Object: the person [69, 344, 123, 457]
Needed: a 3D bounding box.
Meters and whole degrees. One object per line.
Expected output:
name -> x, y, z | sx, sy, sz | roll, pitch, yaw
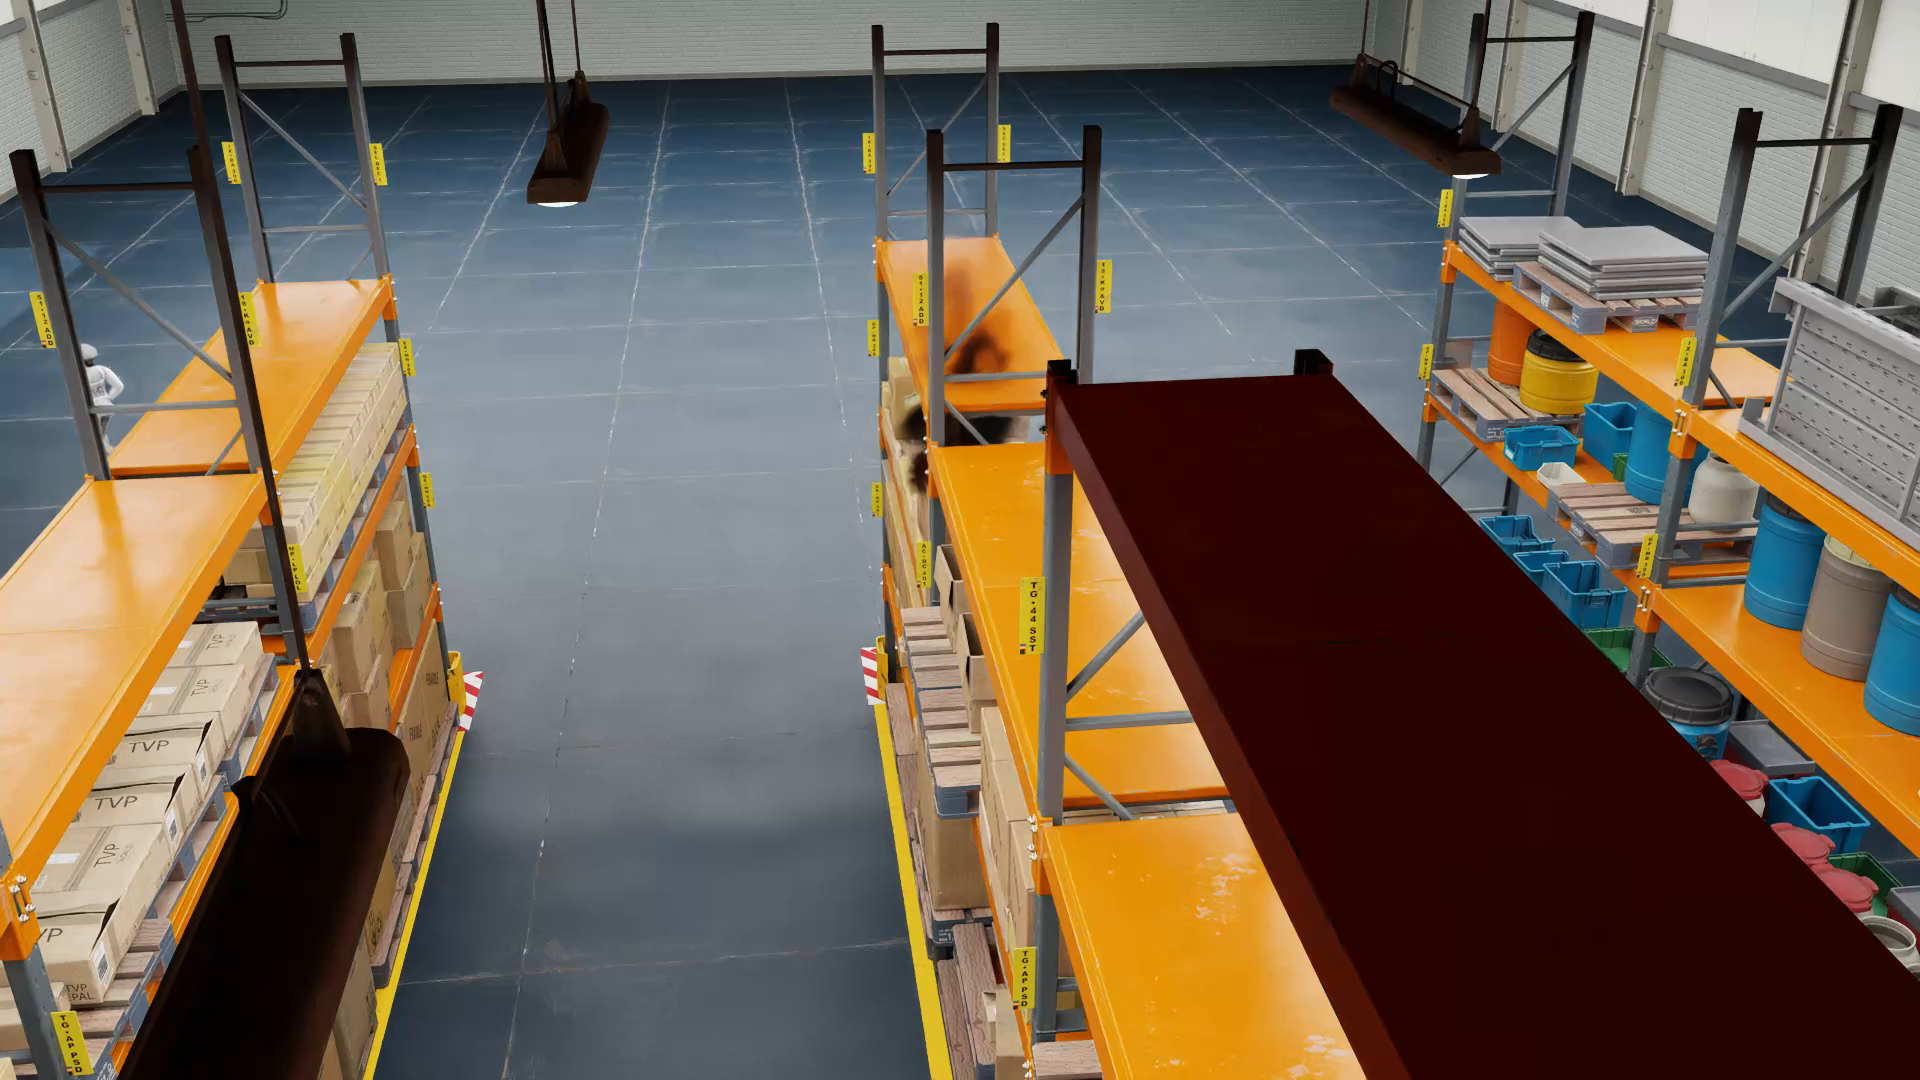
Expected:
person -> -10.261, -1.523, 19.808 | 0.667, 1.672, 0.618 | 18, 31, 33
